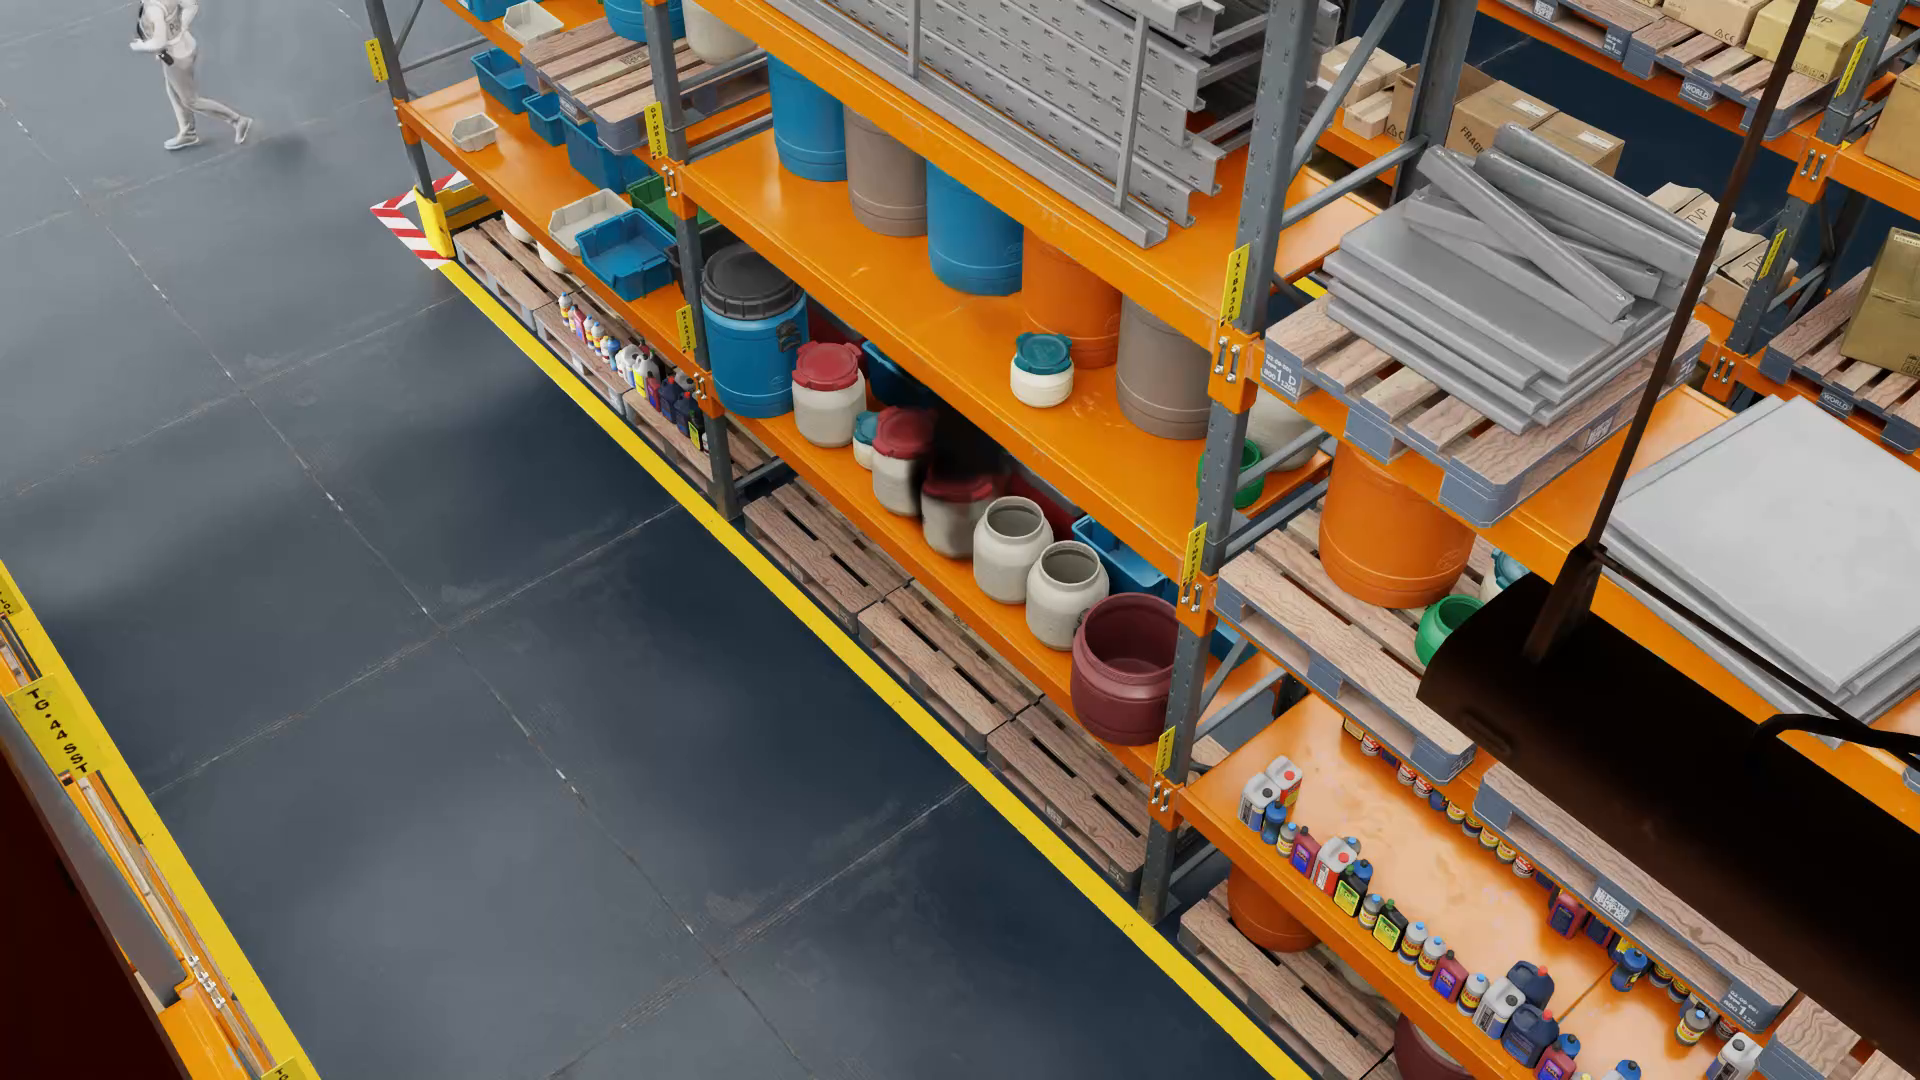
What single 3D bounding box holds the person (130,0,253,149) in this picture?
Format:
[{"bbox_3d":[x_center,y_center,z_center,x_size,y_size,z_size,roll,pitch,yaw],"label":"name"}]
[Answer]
[{"bbox_3d":[-6.348,-3.948,13.556,0.823,1.688,0.630,-4,47,-4],"label":"person"}]
